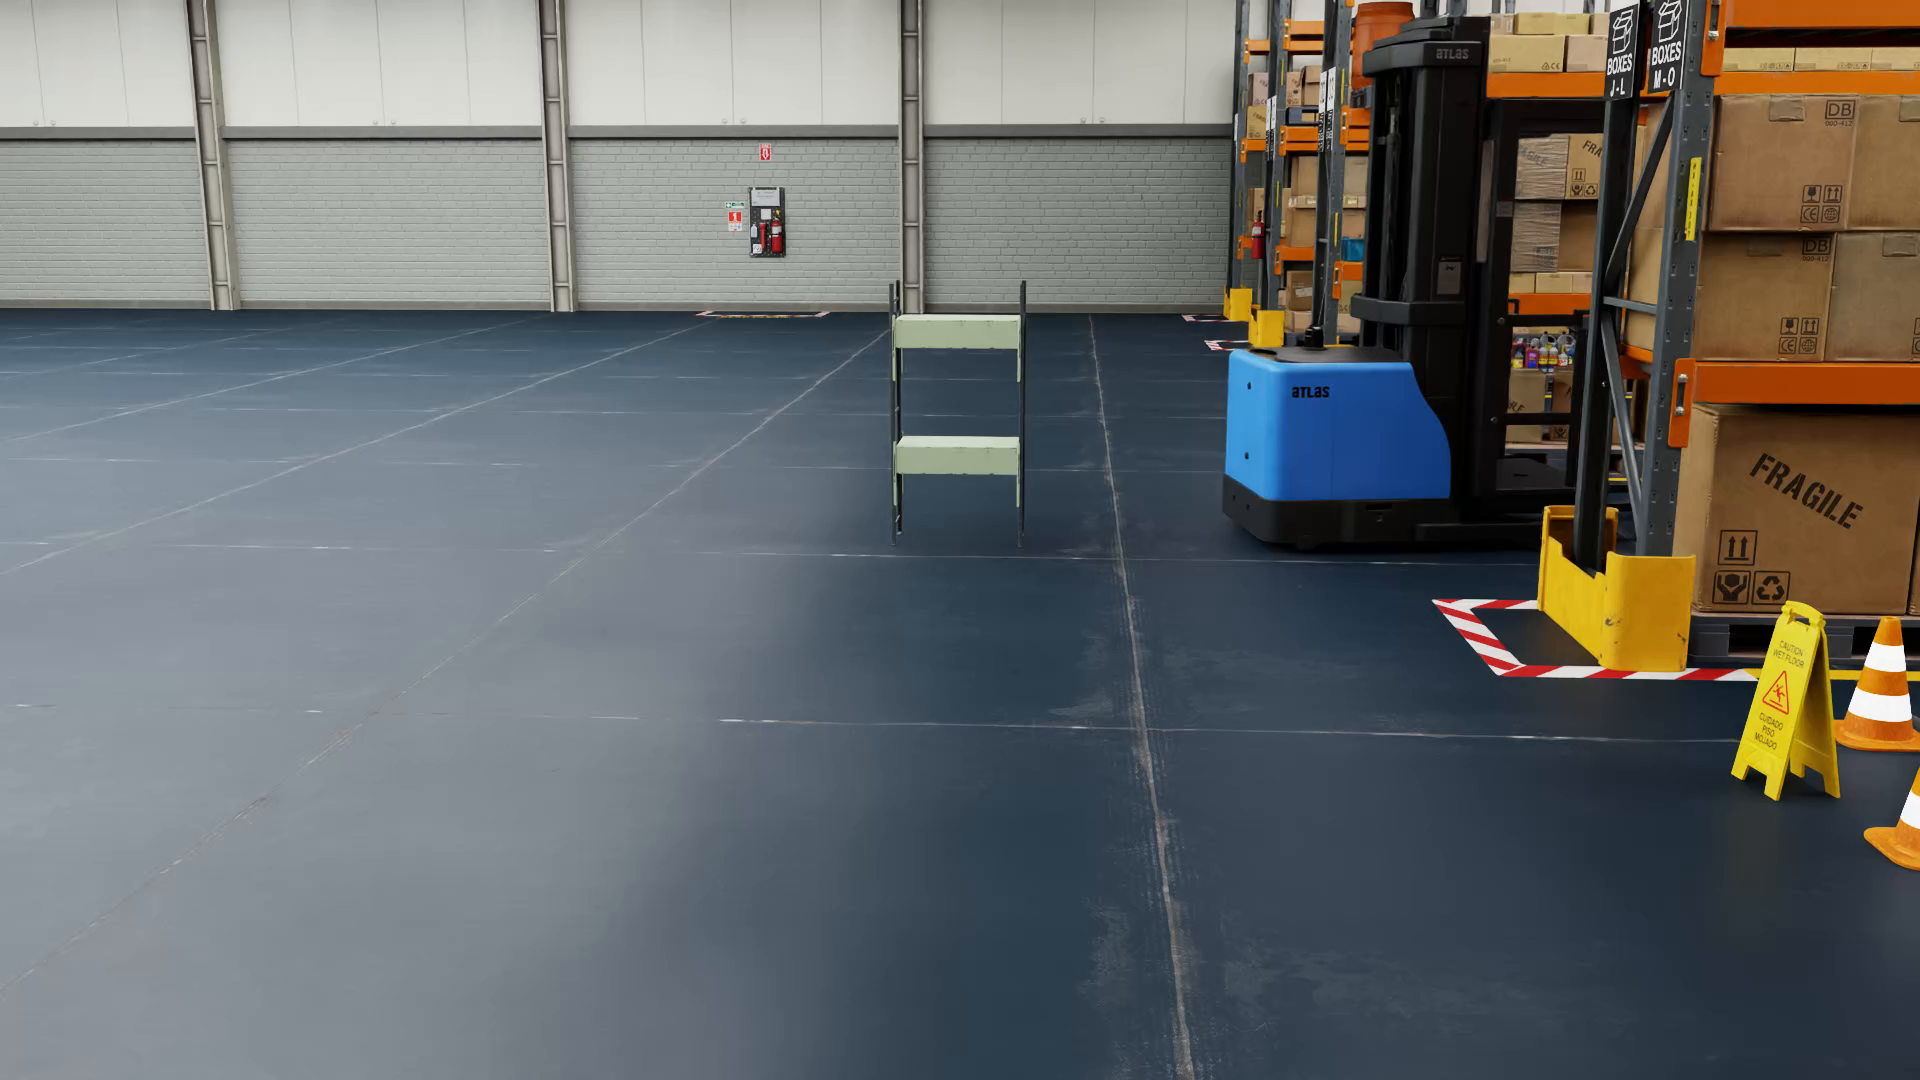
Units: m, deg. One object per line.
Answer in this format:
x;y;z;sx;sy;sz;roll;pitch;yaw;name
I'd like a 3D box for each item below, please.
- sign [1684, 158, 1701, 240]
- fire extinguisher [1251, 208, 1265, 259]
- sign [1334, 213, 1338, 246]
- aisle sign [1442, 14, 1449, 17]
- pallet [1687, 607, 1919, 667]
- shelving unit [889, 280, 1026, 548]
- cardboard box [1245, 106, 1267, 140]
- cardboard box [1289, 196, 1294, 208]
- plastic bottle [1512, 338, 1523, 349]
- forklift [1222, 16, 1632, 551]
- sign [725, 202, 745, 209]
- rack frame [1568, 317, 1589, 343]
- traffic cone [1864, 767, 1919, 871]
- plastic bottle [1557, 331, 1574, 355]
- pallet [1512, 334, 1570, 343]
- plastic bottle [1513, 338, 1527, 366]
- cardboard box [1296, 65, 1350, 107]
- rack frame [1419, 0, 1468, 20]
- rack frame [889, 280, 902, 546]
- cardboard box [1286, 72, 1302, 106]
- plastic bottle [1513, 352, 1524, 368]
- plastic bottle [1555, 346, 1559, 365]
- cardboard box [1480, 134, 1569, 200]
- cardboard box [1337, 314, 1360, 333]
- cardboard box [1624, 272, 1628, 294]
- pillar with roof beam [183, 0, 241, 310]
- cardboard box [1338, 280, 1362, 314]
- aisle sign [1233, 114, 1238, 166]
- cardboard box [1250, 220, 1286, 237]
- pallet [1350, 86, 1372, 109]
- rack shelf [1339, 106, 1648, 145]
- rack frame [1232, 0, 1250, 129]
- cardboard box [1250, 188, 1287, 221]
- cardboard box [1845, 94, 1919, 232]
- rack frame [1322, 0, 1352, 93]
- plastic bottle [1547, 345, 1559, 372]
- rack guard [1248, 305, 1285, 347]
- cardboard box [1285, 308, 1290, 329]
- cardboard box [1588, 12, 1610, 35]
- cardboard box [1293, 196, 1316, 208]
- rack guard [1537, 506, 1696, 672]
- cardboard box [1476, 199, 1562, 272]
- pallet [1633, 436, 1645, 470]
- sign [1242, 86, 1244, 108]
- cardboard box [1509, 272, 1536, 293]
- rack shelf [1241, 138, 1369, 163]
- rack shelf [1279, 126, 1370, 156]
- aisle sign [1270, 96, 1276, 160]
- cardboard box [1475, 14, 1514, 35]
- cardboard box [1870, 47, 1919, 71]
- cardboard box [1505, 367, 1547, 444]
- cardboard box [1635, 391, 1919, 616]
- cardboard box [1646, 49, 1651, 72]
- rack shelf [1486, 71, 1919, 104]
2.955;-1.375;6.706;0.005;0.325;0.100;1;12;4;sign
4.009;-4.120;22.325;0.183;0.674;0.296;1;12;4;fire extinguisher
3.720;-3.072;16.453;0.005;0.325;0.100;1;12;4;sign
3.348;-3.249;11.626;0.004;0.787;0.394;1;12;4;aisle sign
3.801;0.335;7.654;1.213;0.211;1.003;1;12;4;pallet
-0.007;-0.734;9.615;0.755;1.500;0.431;1;12;4;shelving unit
4.740;-6.544;26.109;0.500;0.500;0.500;1;12;5;cardboard box
4.490;-4.461;21.940;0.250;0.149;0.380;1;12;3;cardboard box
5.872;-1.987;17.517;0.135;0.276;0.152;1;12;4;plastic bottle
3.164;-1.481;9.690;3.031;2.935;1.130;-1;12;-6;forklift
-3.811;-5.668;28.154;0.331;0.109;0.001;1;12;4;sign
8.087;-4.006;21.594;0.127;3.000;1.000;1;12;4;rack frame
3.018;0.740;5.101;0.334;0.463;0.336;1;12;4;traffic cone
6.362;-2.017;17.481;0.185;0.351;0.144;1;12;3;plastic bottle
7.296;-2.661;21.973;1.213;0.211;1.003;1;12;4;pallet
5.866;-1.969;17.412;0.133;0.283;0.061;1;12;4;plastic bottle
4.669;-5.845;21.439;0.637;0.503;0.797;2;12;8;cardboard box
3.430;-4.974;11.567;0.127;3.000;1.000;1;12;4;rack frame
-0.372;-0.739;9.639;0.023;1.500;0.400;1;12;4;rack frame
5.288;-7.017;25.928;0.500;0.500;0.500;1;12;3;cardboard box
5.652;-1.805;16.830;0.097;0.201;0.097;0;12;0;plastic bottle
6.212;-1.922;17.388;0.097;0.201;0.097;0;12;0;plastic bottle
3.960;-2.658;11.736;0.500;0.500;0.500;1;12;4;cardboard box
5.115;-2.862;21.813;0.500;0.250;0.500;1;12;4;cardboard box
4.695;-1.844;11.870;0.250;0.149;0.380;1;12;4;cardboard box
-13.068;-7.543;23.852;0.400;9.000;9.100;1;12;4;pillar with roof beam
5.115;-3.229;21.735;0.500;0.500;0.500;1;12;4;cardboard box
4.331;-6.285;26.140;0.004;0.787;0.394;1;12;4;aisle sign
4.889;-4.938;26.365;0.500;0.250;0.500;0;12;2;cardboard box
4.580;-4.394;16.581;1.213;0.211;1.003;1;12;4;pallet
5.756;-4.138;16.654;4.000;0.370;1.077;1;12;4;rack shelf
4.423;-8.010;26.080;0.127;3.000;1.000;1;12;4;rack frame
4.879;-5.309;26.306;0.500;0.500;0.500;1;12;4;cardboard box
3.920;-1.626;7.210;0.550;0.550;0.875;1;12;4;cardboard box
3.761;-5.986;16.404;0.127;3.000;1.000;1;12;4;rack frame
5.991;-1.835;16.801;0.097;0.271;0.097;0;12;0;plastic bottle
4.072;-2.838;22.113;0.348;0.500;1.175;1;12;4;rack guard
4.650;-2.974;22.348;0.500;0.250;0.500;1;12;4;cardboard box
4.469;-3.556;11.510;0.250;0.149;0.380;1;12;6;cardboard box
4.473;-4.378;21.543;0.250;0.149;0.380;1;12;3;cardboard box
2.974;0.198;7.602;0.348;0.500;1.175;1;12;4;rack guard
3.977;-2.219;12.078;0.500;0.500;0.875;1;12;4;cardboard box
5.528;-0.636;12.292;1.213;0.211;1.003;1;12;4;pallet
4.387;-6.858;25.768;0.005;0.325;0.100;1;12;4;sign
3.947;-1.854;11.921;0.250;0.149;0.380;1;12;4;cardboard box
6.418;-6.162;26.330;4.000;0.370;1.077;1;12;4;rack shelf
6.091;-5.150;21.492;4.000;0.370;1.077;1;12;4;rack shelf
4.010;-5.272;21.295;0.004;0.787;0.394;1;12;4;aisle sign
3.689;-3.576;11.605;0.250;0.149;0.380;1;12;3;cardboard box
6.428;-3.340;11.447;0.500;0.250;0.500;1;12;5;cardboard box
4.052;-1.007;12.337;0.500;0.500;0.500;3;12;14;cardboard box
3.679;-0.195;7.539;0.875;0.875;0.875;1;12;4;cardboard box
4.902;-3.359;11.542;0.500;0.250;0.500;1;12;4;cardboard box
5.425;-3.126;11.817;4.000;0.370;1.077;1;12;4;rack shelf
